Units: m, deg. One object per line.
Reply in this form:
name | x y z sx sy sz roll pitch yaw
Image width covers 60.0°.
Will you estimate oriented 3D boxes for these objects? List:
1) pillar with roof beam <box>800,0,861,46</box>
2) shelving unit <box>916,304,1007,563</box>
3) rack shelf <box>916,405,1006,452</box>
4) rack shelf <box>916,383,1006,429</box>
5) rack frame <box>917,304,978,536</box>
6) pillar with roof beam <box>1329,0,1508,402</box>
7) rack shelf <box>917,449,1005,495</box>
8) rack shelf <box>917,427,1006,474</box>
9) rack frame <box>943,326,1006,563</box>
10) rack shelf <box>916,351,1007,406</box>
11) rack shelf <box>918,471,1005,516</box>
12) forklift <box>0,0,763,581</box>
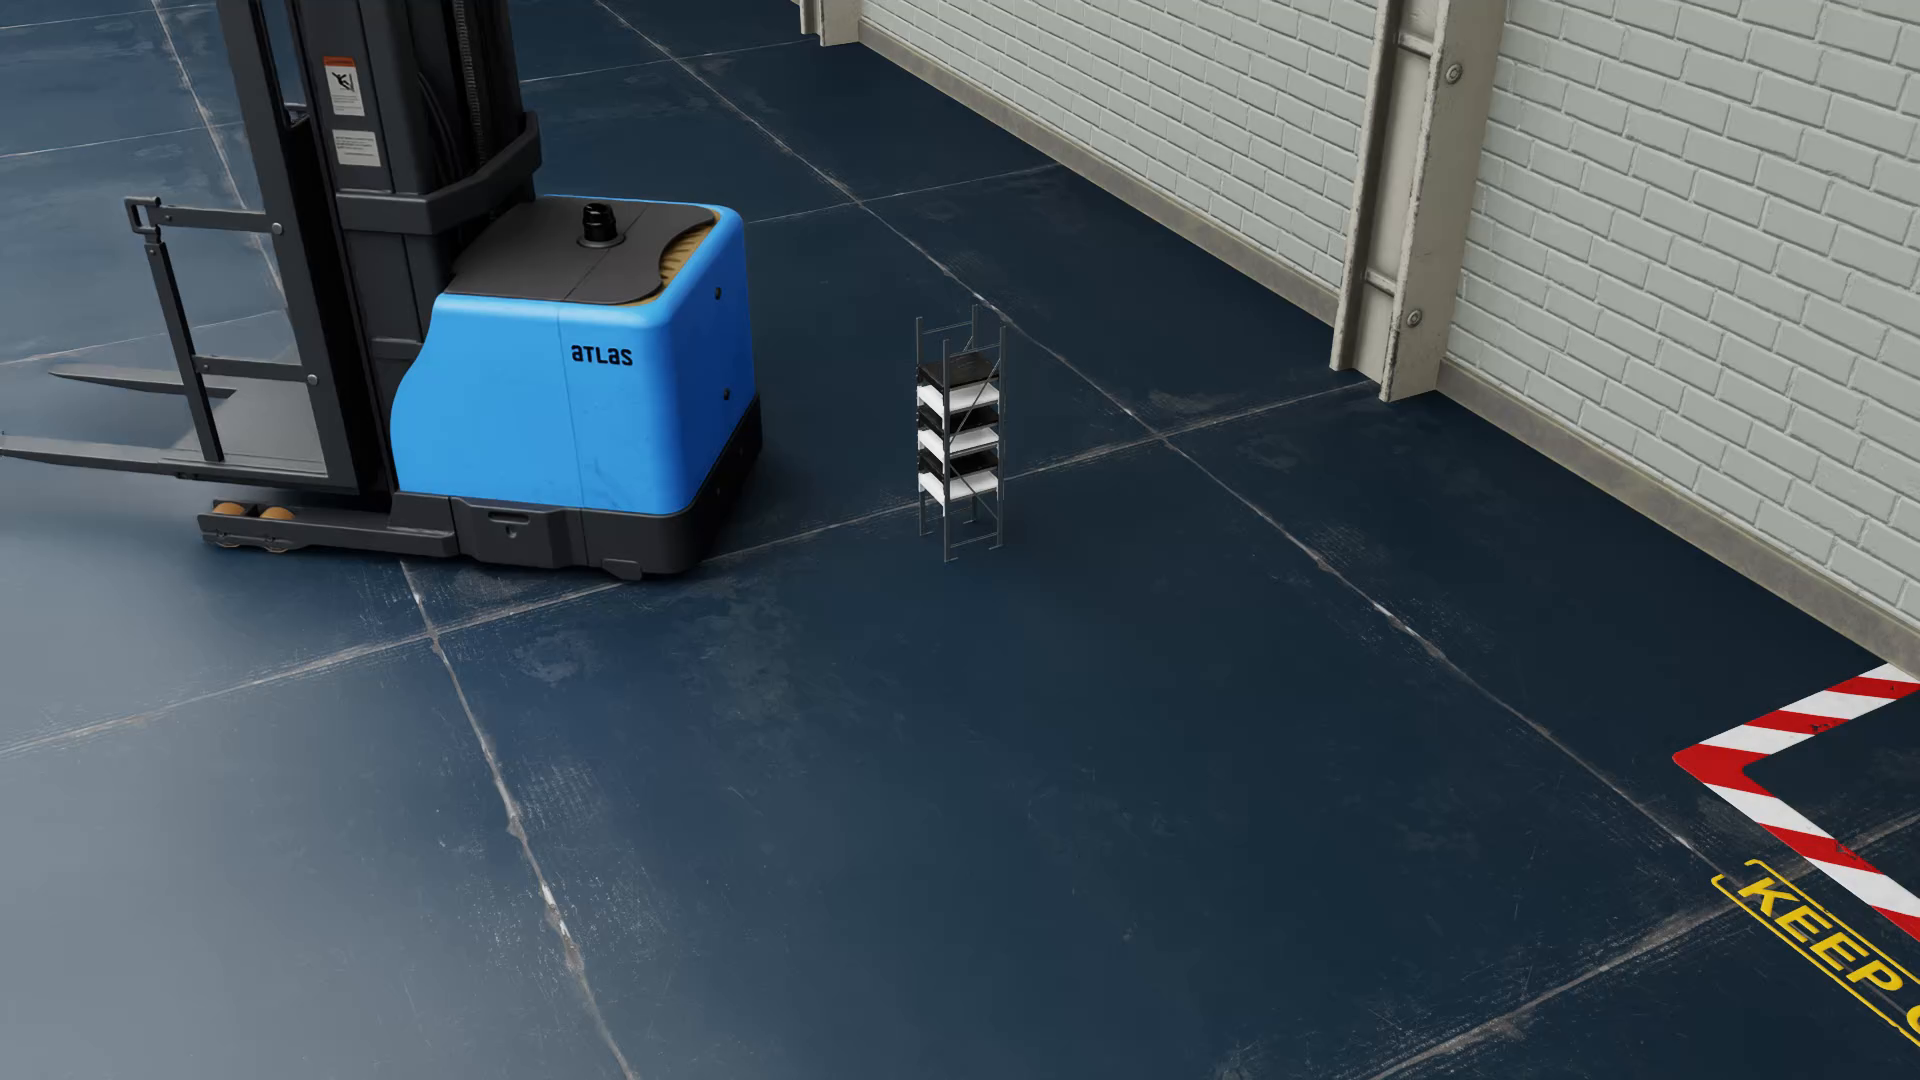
pillar with roof beam | -4.722 -6.295 7.734 9.100 9.000 0.400 -16 36 -23
shelving unit | 0.004 -0.375 6.001 0.258 0.900 0.210 -16 36 -23
rack shelf | 0.004 -0.423 5.971 0.258 0.077 0.200 -16 36 -23
rack shelf | 0.004 -0.499 5.922 0.258 0.077 0.200 -16 36 -23
rack frame | -0.044 -0.424 6.077 0.240 0.900 0.006 -16 36 -23
pillar with roof beam | -1.925 -3.432 3.265 9.100 9.000 0.400 -16 36 -23
rack shelf | 0.004 -0.271 6.068 0.258 0.077 0.200 -16 36 -23
rack shelf | 0.004 -0.347 6.019 0.258 0.077 0.200 -16 36 -23
rack frame | 0.051 -0.327 5.925 0.240 0.900 0.006 -16 36 -23
rack shelf | 0.004 -0.574 5.874 0.258 0.077 0.200 -16 36 -23
rack shelf | 0.004 -0.195 6.116 0.258 0.077 0.200 -16 36 -23
forklift | -2.360 -1.461 5.813 3.031 2.935 1.130 5 33 8
